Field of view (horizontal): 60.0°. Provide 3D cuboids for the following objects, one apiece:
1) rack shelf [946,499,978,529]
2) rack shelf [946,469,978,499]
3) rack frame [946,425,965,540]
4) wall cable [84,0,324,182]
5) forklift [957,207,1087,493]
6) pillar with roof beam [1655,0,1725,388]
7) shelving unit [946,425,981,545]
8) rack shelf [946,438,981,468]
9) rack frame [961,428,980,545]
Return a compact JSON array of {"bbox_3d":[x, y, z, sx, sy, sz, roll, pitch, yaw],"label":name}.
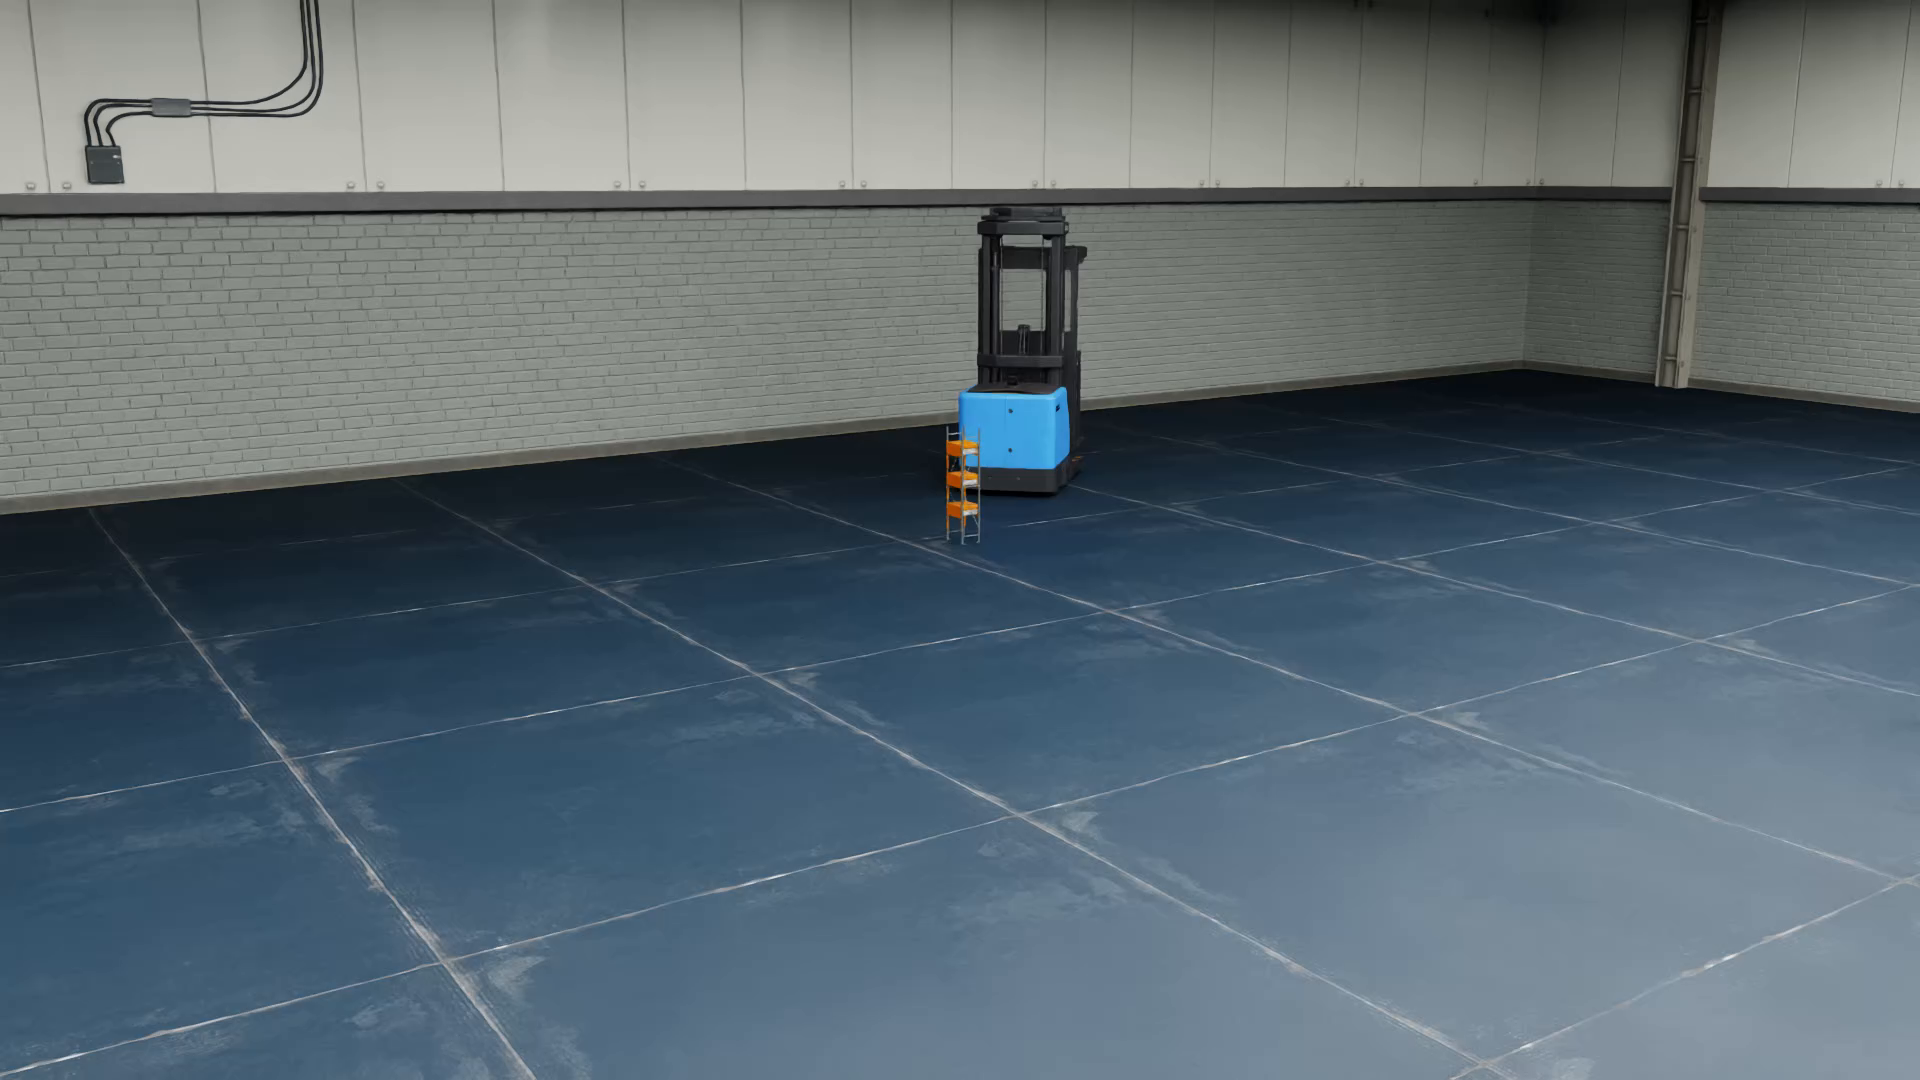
[{"bbox_3d":[0.030,-0.222,15.156,0.215,0.259,0.240,-8,15,-33],"label":"rack shelf"},{"bbox_3d":[0.030,-0.493,15.097,0.215,0.259,0.240,-8,15,-33],"label":"rack shelf"},{"bbox_3d":[-0.038,-0.525,15.194,0.200,1.050,0.008,-8,15,-33],"label":"rack frame"},{"bbox_3d":[-7.555,-6.565,16.247,2.305,6.003,0.169,-8,15,-33],"label":"wall cable"},{"bbox_3d":[0.792,-2.189,18.398,1.130,2.935,3.031,3,13,12],"label":"forklift"},{"bbox_3d":[7.704,-6.321,23.092,9.100,9.000,0.400,-8,15,-33],"label":"pillar with roof beam"},{"bbox_3d":[0.030,-0.503,15.094,0.215,1.050,0.252,-8,15,-33],"label":"shelving unit"},{"bbox_3d":[0.030,-0.770,15.036,0.215,0.259,0.240,-8,15,-33],"label":"rack shelf"},{"bbox_3d":[0.097,-0.482,14.995,0.200,1.050,0.008,-8,15,-33],"label":"rack frame"}]
